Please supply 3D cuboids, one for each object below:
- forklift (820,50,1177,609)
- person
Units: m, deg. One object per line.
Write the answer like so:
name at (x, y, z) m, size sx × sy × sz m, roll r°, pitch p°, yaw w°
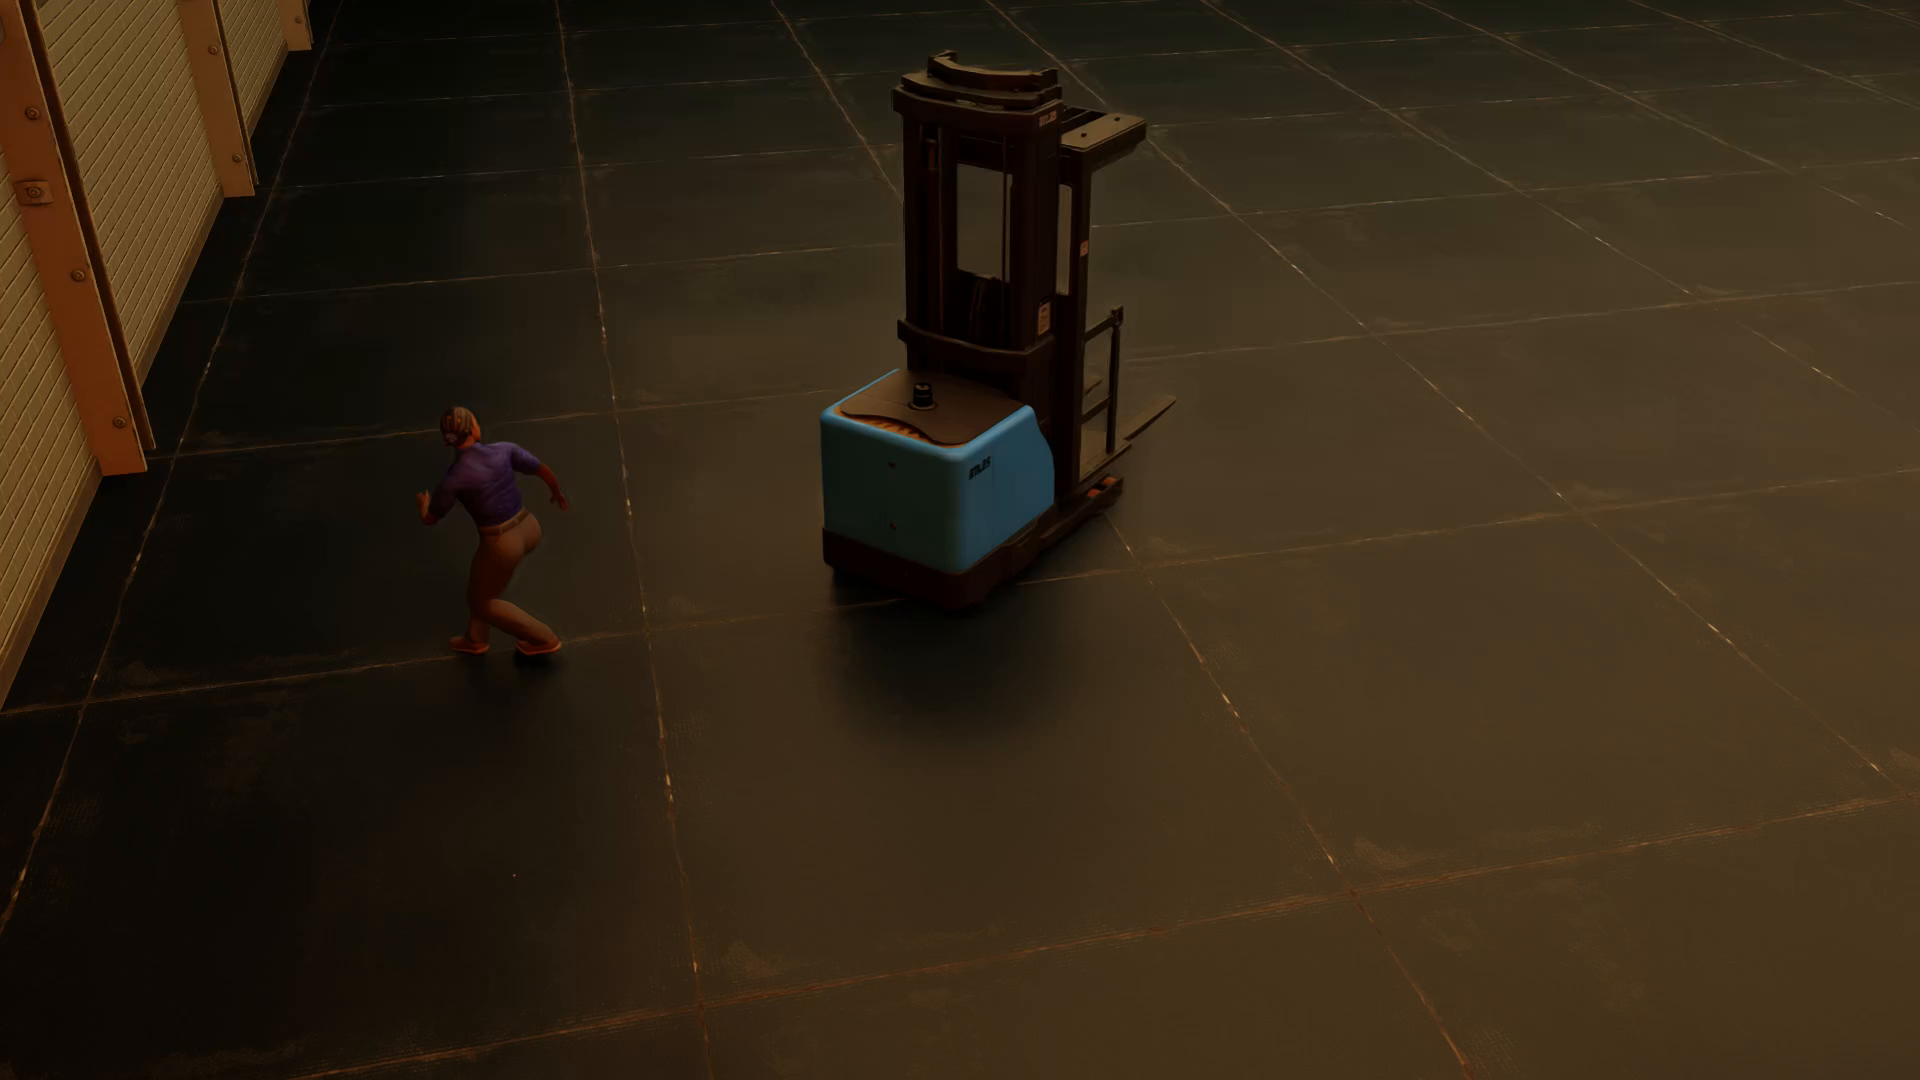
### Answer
forklift at (0.415, -1.556, 10.262) m, size 1.130 × 2.935 × 3.031 m, roll 19°, pitch 35°, yaw 29°
person at (-2.568, -0.078, 9.141) m, size 0.808 × 1.539 × 0.757 m, roll 14°, pitch 33°, yaw 23°
